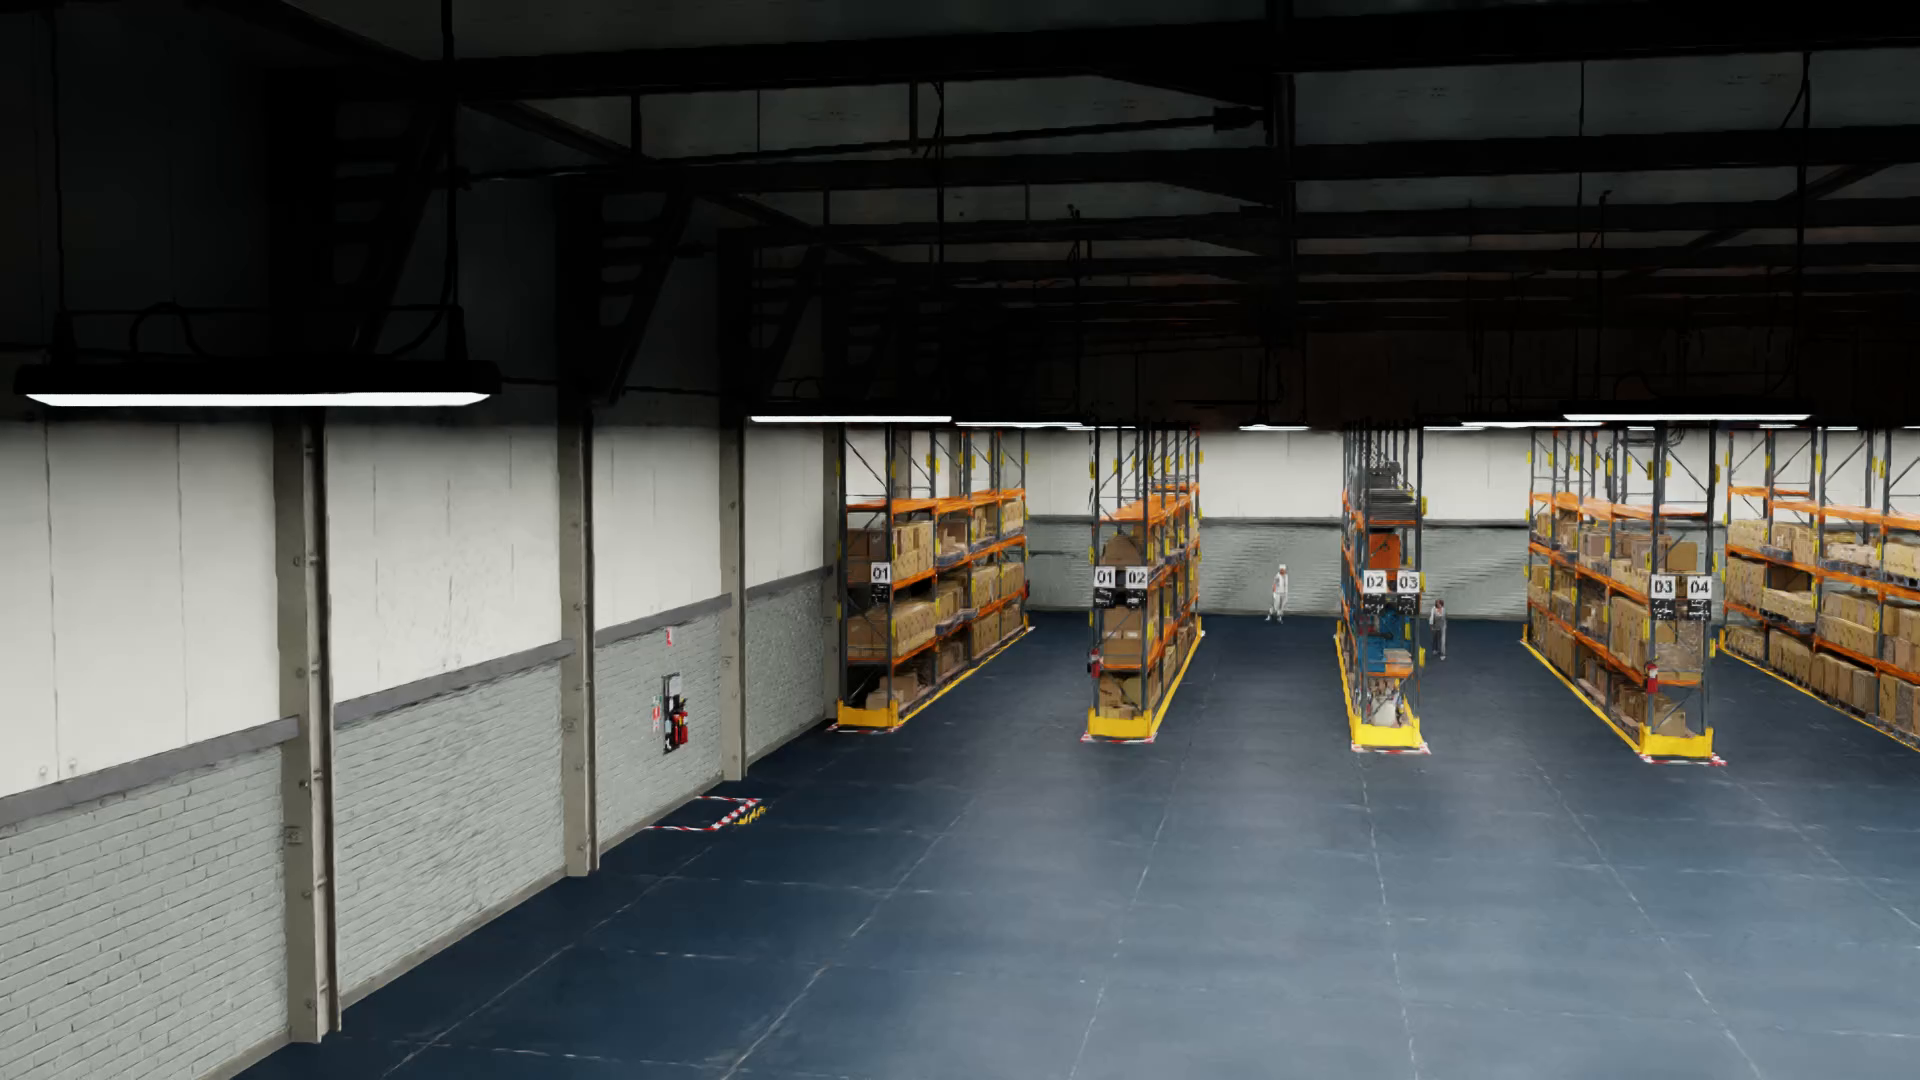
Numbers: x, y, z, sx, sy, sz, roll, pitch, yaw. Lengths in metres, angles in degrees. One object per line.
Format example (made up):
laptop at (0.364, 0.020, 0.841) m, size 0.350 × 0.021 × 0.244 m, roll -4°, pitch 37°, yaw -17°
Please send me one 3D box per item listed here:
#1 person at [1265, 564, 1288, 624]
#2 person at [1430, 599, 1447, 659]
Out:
person at (9.485, 1.609, 49.656) m, size 0.723 × 1.778 × 0.531 m, roll -2°, pitch 4°, yaw -27°
person at (12.082, 2.224, 42.027) m, size 0.417 × 1.517 × 1.036 m, roll 1°, pitch 4°, yaw 14°
